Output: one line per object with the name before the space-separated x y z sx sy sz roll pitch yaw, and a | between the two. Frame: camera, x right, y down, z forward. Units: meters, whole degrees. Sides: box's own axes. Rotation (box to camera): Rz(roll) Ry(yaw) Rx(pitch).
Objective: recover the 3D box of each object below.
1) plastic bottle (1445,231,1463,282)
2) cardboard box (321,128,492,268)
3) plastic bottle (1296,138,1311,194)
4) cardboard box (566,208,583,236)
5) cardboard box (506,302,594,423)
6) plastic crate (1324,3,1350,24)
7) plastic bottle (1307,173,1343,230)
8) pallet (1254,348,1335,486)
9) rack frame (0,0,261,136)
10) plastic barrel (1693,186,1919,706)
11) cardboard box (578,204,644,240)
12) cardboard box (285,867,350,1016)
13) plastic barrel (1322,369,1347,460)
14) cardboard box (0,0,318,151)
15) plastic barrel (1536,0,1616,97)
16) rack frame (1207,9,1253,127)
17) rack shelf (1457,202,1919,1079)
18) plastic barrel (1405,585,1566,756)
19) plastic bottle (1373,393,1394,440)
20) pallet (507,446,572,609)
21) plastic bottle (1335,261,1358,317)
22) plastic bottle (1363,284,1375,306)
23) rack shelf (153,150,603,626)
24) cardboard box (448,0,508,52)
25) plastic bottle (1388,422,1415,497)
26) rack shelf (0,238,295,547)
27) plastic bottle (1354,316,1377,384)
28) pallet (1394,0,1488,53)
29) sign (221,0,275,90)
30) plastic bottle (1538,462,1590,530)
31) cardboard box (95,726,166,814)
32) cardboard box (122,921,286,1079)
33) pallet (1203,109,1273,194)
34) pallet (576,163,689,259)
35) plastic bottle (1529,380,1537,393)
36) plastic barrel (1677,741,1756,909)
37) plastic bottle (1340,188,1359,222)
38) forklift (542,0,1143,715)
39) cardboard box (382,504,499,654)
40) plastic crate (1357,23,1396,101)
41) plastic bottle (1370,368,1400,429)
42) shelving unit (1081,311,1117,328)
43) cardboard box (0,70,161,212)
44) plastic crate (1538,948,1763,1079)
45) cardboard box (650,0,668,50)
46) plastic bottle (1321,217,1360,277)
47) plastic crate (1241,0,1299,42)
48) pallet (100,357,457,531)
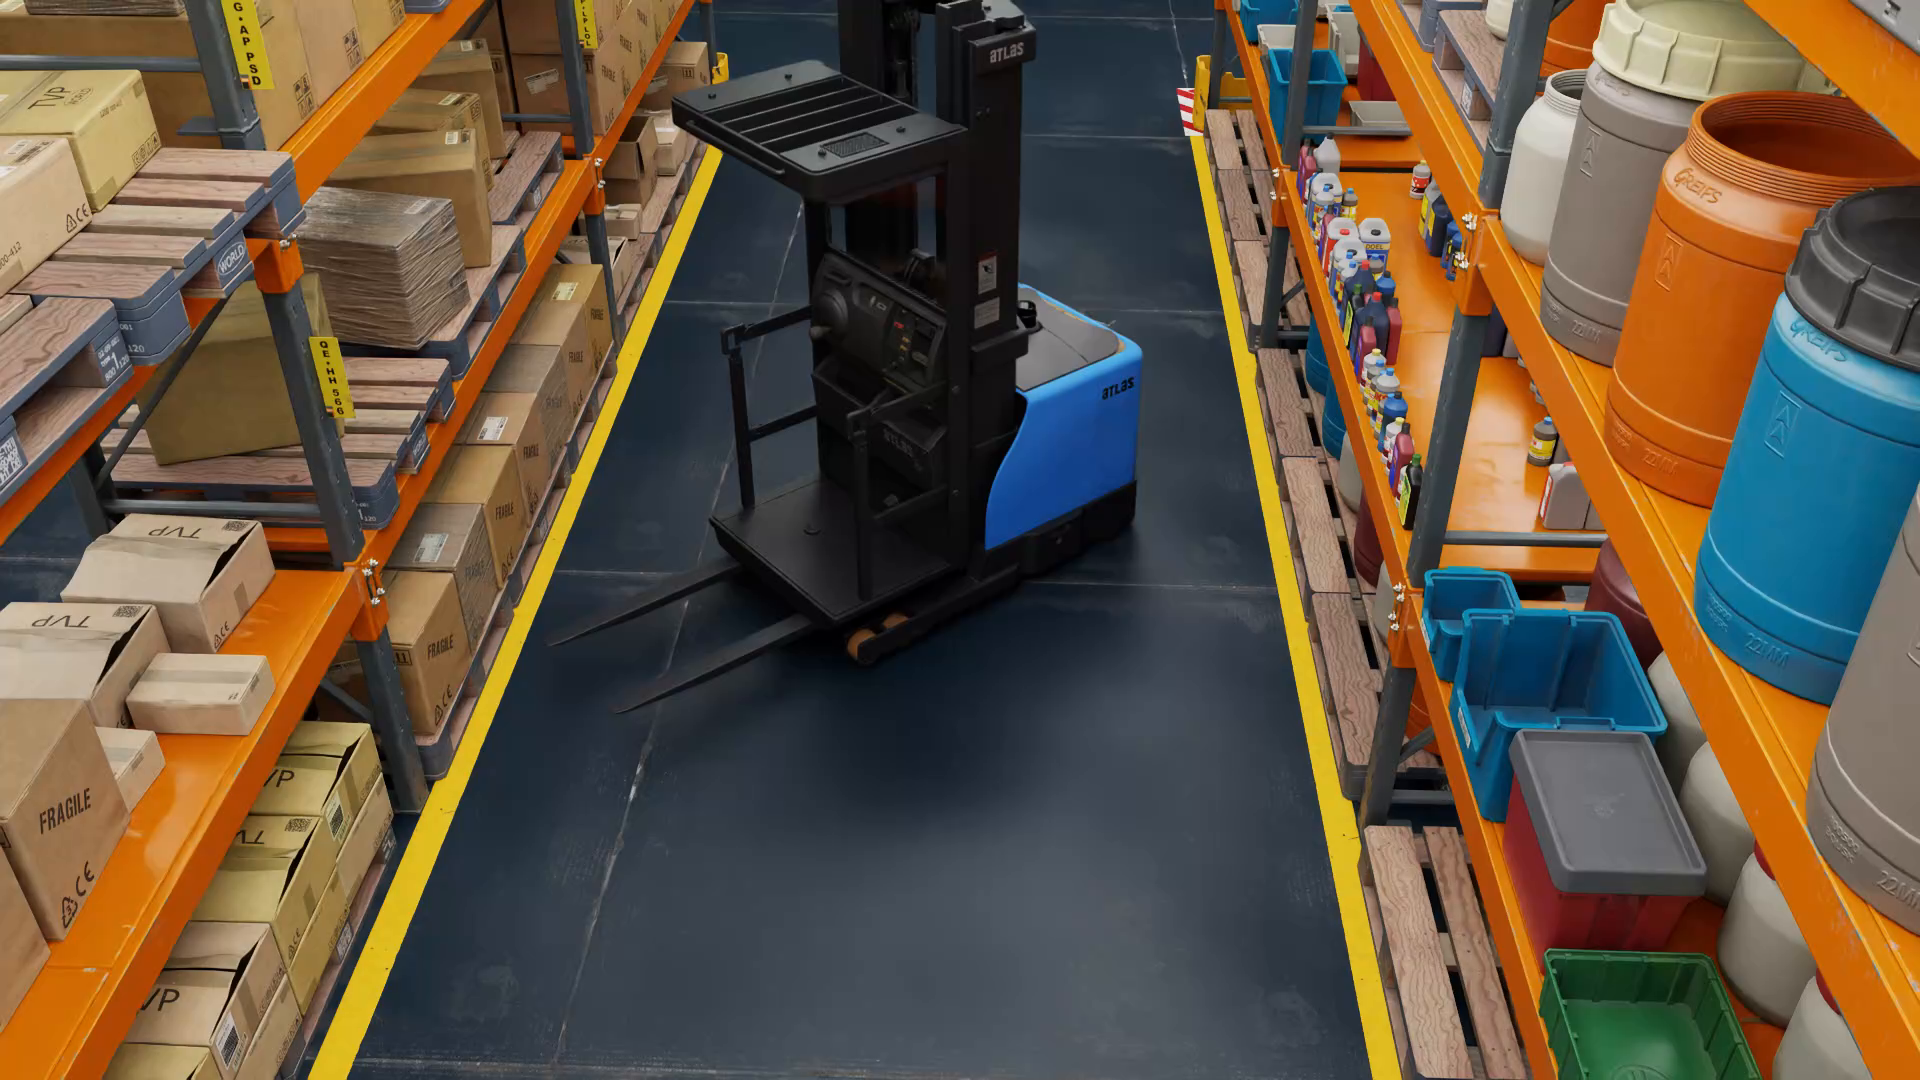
plastic bottle | 2.472 -1.421 8.221 0.097 0.271 0.097 0 35 0
cardboard box | -2.628 -1.605 7.919 0.700 0.500 0.500 -7 36 -10
plastic bottle | 1.890 -2.044 9.096 0.061 0.283 0.133 1 35 2
cardboard box | -2.849 -2.253 11.249 0.500 0.311 0.500 1 35 2
cardboard box | -2.380 -0.992 9.290 0.500 0.500 0.500 1 35 2
plastic crate | 2.633 -3.537 11.297 0.298 0.136 0.250 1 35 2
plastic bottle | 1.917 -1.774 8.719 0.152 0.276 0.135 1 35 2
pallet | 2.258 -0.709 9.521 1.003 0.211 1.213 1 35 2
rack frame | -2.779 -2.565 4.519 1.000 3.000 0.127 1 35 2
plastic barrel | 1.865 -0.177 3.294 0.600 0.901 0.708 1 35 2
cardboard box | -2.361 -2.163 11.246 0.380 0.166 0.250 1 35 2
cardboard box | -2.574 1.447 6.055 0.500 0.250 0.500 1 35 1
plastic barrel | 2.263 -0.887 8.808 0.600 0.901 0.708 1 35 2
cardboard box | -2.795 -1.630 5.711 0.910 0.500 0.500 1 35 2
plastic barrel | 2.196 -1.895 5.436 0.600 0.830 0.708 1 35 2
rack frame | 2.491 -4.590 12.619 1.000 3.000 0.127 1 35 2
rack shelf | 2.090 0.222 3.788 1.077 0.370 4.000 1 35 2
plastic barrel | 2.173 0.441 6.982 0.600 0.830 0.708 1 35 2
plastic bottle | 1.804 -0.521 7.002 0.097 0.201 0.097 0 35 0
pallet | -2.660 -0.097 8.650 1.003 0.211 1.213 1 35 2
plastic bottle | 1.849 -1.195 7.900 0.097 0.271 0.097 0 35 0
plastic bottle | 1.879 -1.027 7.649 0.061 0.283 0.133 1 35 2
rack shelf | -2.699 -0.965 8.086 1.077 0.370 4.000 1 35 2
cardboard box | -2.857 -3.155 9.620 0.500 0.500 0.500 2 35 2
plastic bottle | 1.769 -0.321 6.645 0.061 0.283 0.133 1 35 2
rack shelf | -2.860 0.106 3.954 1.077 0.370 4.000 1 35 2
plastic bottle | 1.806 -0.845 7.391 0.061 0.283 0.133 1 35 2
pallet | 2.354 -2.338 6.969 1.003 0.211 1.213 1 35 2
sign | -2.225 -1.564 5.186 0.100 0.325 0.005 1 35 2
plastic bottle | 2.358 -0.188 6.462 0.152 0.276 0.135 1 35 2
cardboard box | -2.774 0.726 5.272 0.380 0.149 0.250 4 35 5
cardboard box | -2.592 1.508 5.479 0.500 0.311 0.500 1 35 2
pallet | 2.419 -2.977 12.747 1.003 0.211 1.213 1 35 2
pallet | -2.544 -2.365 11.878 1.003 0.211 1.213 1 35 2
plastic bottle | 2.579 -0.780 7.308 0.097 0.271 0.097 0 35 0
plastic barrel | 2.325 0.798 4.854 0.421 0.512 0.421 0 35 0
plastic bottle | 2.042 -1.751 8.752 0.097 0.201 0.097 0 35 0
forklift | -0.542 -0.956 7.506 3.031 2.935 1.130 -25 42 -31
cardboard box | -2.460 0.176 7.628 0.500 0.500 0.500 0 35 0
plastic crate | 2.617 -2.850 10.035 0.402 0.464 0.583 1 35 2
plastic bottle | 1.808 -0.606 7.061 0.097 0.271 0.097 0 35 0
shelving unit | 0.561 -1.032 9.994 0.258 0.189 1.200 19 39 25
cardboard box | -2.741 -1.186 4.932 0.500 0.250 0.500 -1 35 -2
plastic crate | 1.797 1.384 4.302 0.450 0.188 0.662 1 35 2
cardboard box | -2.267 -3.610 11.137 0.500 0.500 0.500 1 35 1
plastic bottle | 1.894 -1.452 8.261 0.152 0.276 0.135 1 35 2
plastic crate | 2.087 -3.483 11.137 0.416 0.233 0.300 1 35 2
pallet | -2.822 -0.423 6.856 1.213 0.211 1.003 1 35 2
